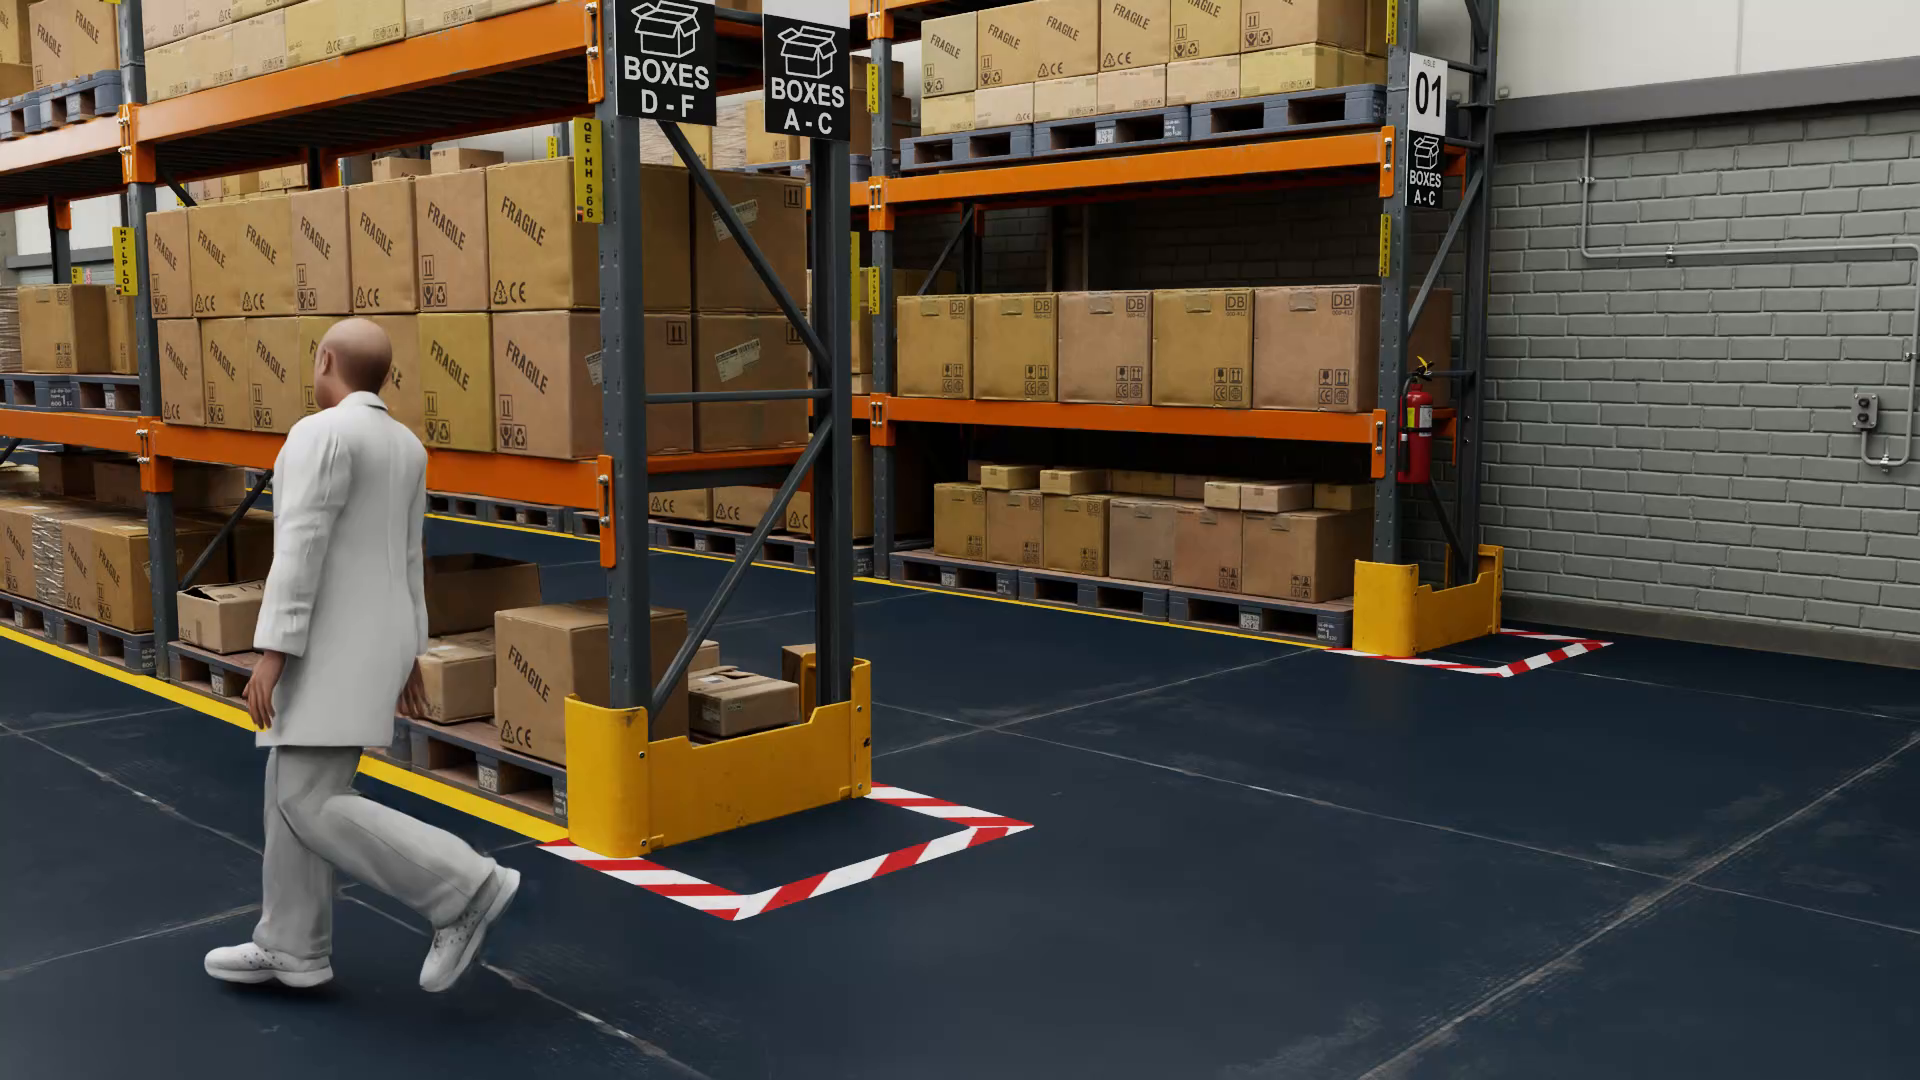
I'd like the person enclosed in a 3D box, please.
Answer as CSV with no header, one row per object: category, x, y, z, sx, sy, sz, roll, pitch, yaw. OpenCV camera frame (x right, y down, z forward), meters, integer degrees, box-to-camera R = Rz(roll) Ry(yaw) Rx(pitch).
person,-1.550,0.295,4.314,0.905,1.731,0.664,1,7,7
